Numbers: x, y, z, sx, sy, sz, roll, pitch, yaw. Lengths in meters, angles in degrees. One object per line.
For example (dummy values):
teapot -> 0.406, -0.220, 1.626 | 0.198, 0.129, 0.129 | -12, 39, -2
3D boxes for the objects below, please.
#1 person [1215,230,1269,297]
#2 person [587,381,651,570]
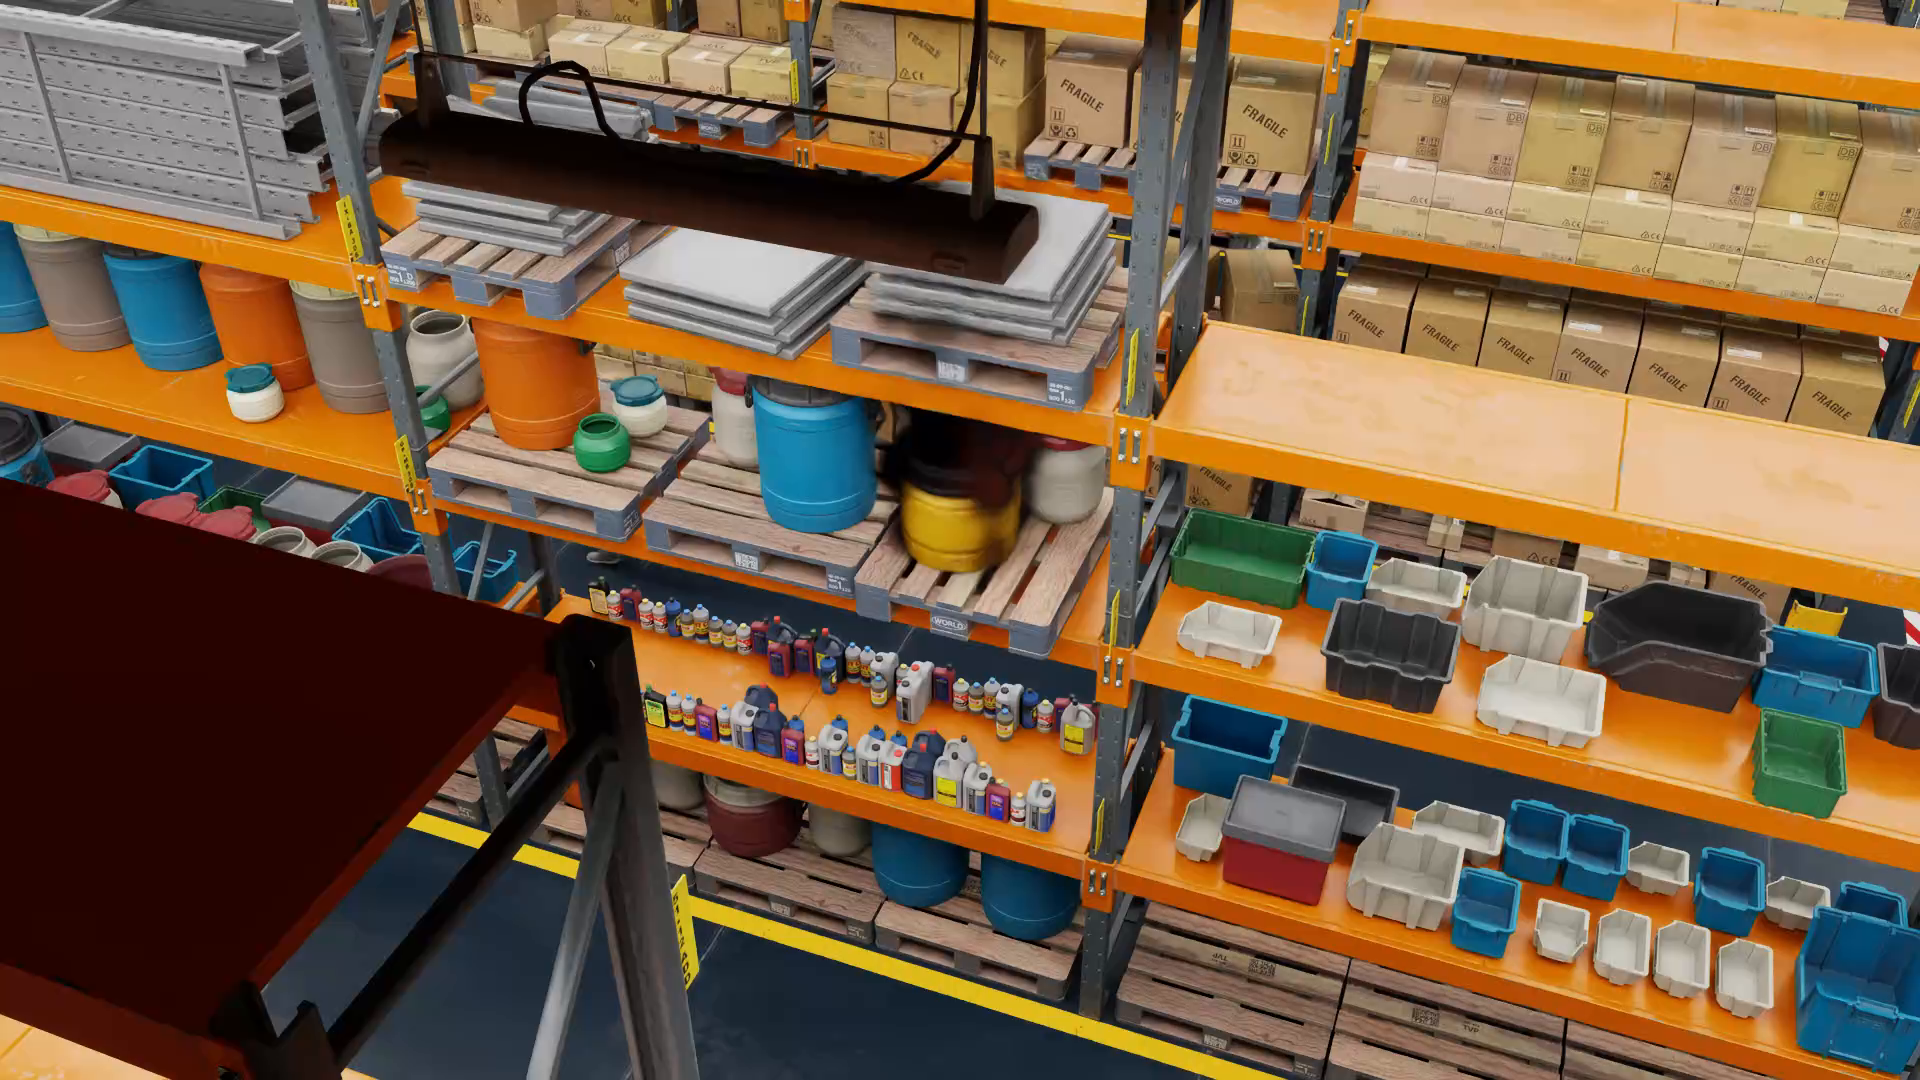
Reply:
person -> 2.635, -2.632, 15.633 | 0.534, 1.557, 0.523 | 7, 37, 9
person -> -2.628, -0.452, 12.612 | 0.720, 1.683, 0.590 | 13, 39, 17
